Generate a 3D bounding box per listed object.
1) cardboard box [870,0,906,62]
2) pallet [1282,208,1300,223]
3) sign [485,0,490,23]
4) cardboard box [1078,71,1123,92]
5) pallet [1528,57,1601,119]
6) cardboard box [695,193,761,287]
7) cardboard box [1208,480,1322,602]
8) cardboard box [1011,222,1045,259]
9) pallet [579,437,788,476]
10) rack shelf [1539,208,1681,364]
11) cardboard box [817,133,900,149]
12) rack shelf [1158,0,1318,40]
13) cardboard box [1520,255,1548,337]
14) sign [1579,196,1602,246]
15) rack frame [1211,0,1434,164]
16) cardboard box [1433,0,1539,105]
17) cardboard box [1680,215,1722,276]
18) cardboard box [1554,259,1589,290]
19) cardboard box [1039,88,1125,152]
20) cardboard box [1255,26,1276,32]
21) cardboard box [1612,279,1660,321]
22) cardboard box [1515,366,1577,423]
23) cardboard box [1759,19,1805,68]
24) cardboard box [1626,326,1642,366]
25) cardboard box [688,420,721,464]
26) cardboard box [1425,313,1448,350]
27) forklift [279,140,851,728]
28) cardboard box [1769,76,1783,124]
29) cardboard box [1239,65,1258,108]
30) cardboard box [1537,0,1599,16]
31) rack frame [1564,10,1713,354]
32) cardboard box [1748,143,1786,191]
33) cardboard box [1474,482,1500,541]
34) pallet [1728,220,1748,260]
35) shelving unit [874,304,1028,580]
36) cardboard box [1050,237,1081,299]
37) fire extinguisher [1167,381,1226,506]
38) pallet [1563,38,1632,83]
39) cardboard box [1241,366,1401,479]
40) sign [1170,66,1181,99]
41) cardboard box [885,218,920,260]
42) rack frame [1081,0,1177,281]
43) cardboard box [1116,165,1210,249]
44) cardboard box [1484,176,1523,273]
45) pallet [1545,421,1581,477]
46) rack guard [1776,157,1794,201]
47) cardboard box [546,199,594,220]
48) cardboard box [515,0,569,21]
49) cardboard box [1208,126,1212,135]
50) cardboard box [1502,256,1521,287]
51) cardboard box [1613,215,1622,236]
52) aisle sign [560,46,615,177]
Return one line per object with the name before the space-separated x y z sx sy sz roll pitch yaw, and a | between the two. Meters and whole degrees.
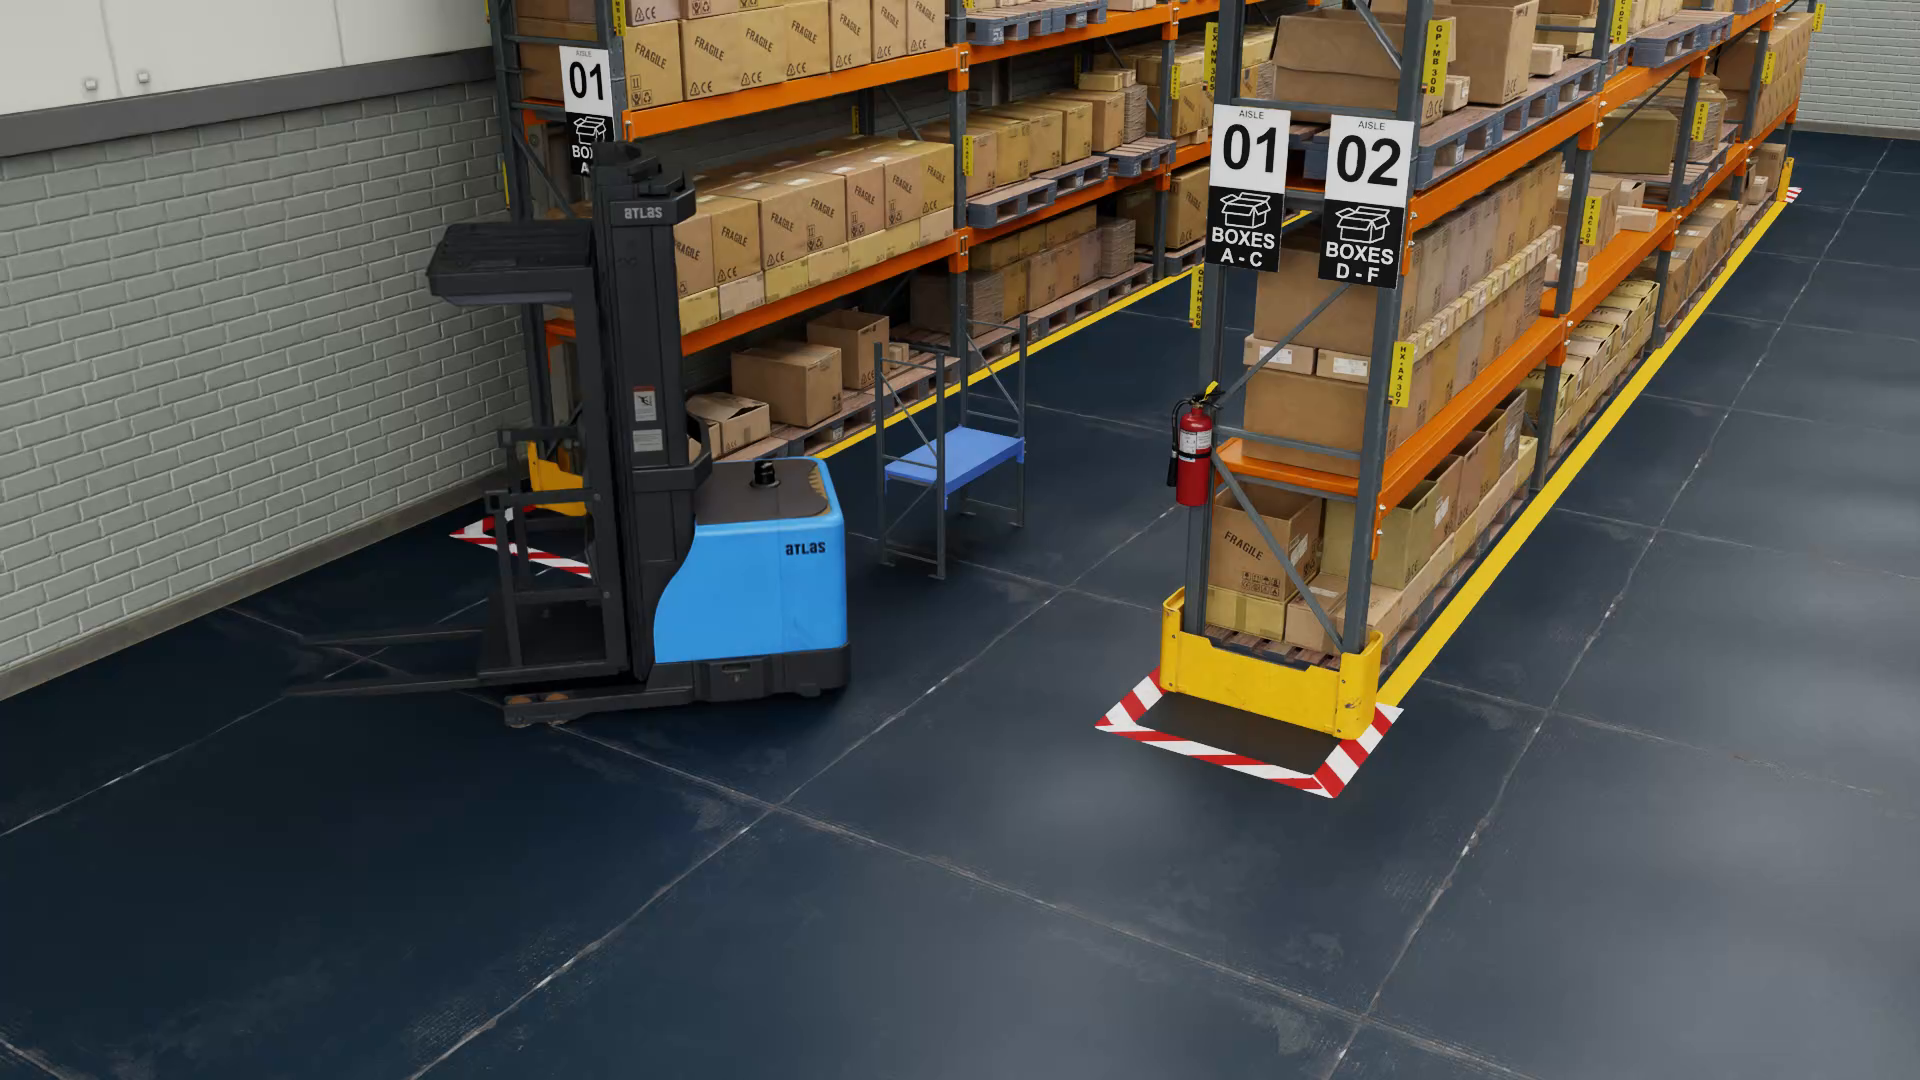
cardboard box | -0.738 -3.925 12.613 0.500 0.500 0.500 11 26 25
pallet | 3.473 -4.027 20.287 1.003 0.211 1.213 14 27 29
sign | -2.975 -3.439 10.528 0.100 0.325 0.005 14 27 29
cardboard box | 1.392 -4.544 16.475 0.380 0.149 0.250 9 25 20
pallet | 3.378 -2.889 10.483 1.003 0.211 1.213 14 27 29
cardboard box | -1.738 -2.080 11.500 0.500 0.500 0.500 14 27 29
cardboard box | 1.726 -0.015 9.497 0.500 0.500 0.500 14 27 29
cardboard box | 0.471 -2.860 15.729 0.500 0.250 0.500 13 27 27
pallet | -2.016 -0.546 12.245 1.003 0.211 1.213 14 27 29
rack shelf | 4.861 -2.191 13.441 1.077 0.370 4.000 14 27 29
cardboard box | -0.830 -3.053 13.746 0.500 0.500 0.500 13 27 28
rack shelf | 2.761 -5.955 18.359 1.077 0.370 4.000 14 27 29
cardboard box | 3.578 -1.741 11.370 0.700 0.500 0.500 13 27 28
sign | 4.279 -2.164 11.284 0.100 0.325 0.005 14 27 29
rack frame | 1.696 -3.249 7.429 1.000 3.000 0.127 14 27 29
cardboard box | 2.804 -2.679 9.056 0.500 0.500 0.500 14 27 29
cardboard box | 7.477 -3.040 17.090 0.500 0.500 0.500 14 27 30
cardboard box | 4.447 -1.987 12.381 0.380 0.149 0.250 14 27 29
cardboard box | 1.195 -4.126 16.326 0.700 0.500 0.500 11 26 24
cardboard box | 3.787 -5.908 19.652 0.500 0.250 0.500 15 27 30
cardboard box | 5.849 -2.156 14.682 0.500 0.311 0.500 15 27 30
cardboard box | 4.236 -1.122 12.292 0.500 0.311 0.500 14 27 29
cardboard box | 9.600 -5.847 19.596 0.500 0.500 0.500 15 27 30
cardboard box | 5.577 -1.724 14.389 0.500 0.250 0.500 14 27 28
cardboard box | -2.073 -0.716 11.958 0.500 0.311 0.500 11 26 23
cardboard box | 2.491 -1.185 9.270 0.380 0.149 0.250 13 27 28
forklift | -2.176 -0.562 8.860 3.031 2.935 1.130 -4 24 -10
cardboard box | 9.060 -5.049 19.012 0.500 0.500 0.500 14 27 29
cardboard box | 2.994 -5.055 18.625 0.500 0.500 0.500 15 27 30
cardboard box | 4.165 -3.891 11.403 0.500 0.500 0.500 14 27 30
rack frame | 5.916 -3.196 14.858 1.000 3.000 0.127 14 27 29
cardboard box | 10.059 -4.716 20.961 0.500 0.500 0.500 14 27 29
cardboard box | 3.224 -0.236 10.953 0.500 0.250 0.500 14 27 29
pallet | 8.389 -3.498 19.065 1.003 0.211 1.213 14 27 29
shelving unit | -0.045 -0.659 10.886 0.538 1.500 1.048 14 27 29
cardboard box | 0.762 -2.711 16.329 0.700 0.500 0.500 14 27 29
fire extinguisher | 1.239 -0.518 8.769 0.296 0.674 0.183 14 27 29
pallet | 4.260 -3.436 11.875 0.805 0.209 1.217 13 26 27
cardboard box | 1.953 -0.697 8.959 0.700 0.500 0.500 14 27 29
sign | 2.172 -4.618 16.783 0.100 0.325 0.005 14 27 29
cardboard box | -0.666 -2.434 13.260 0.500 0.250 0.500 14 27 29
rack frame | 1.706 -4.233 17.253 1.000 3.000 0.127 14 27 29
cardboard box | 2.205 -3.660 18.106 0.750 0.750 0.750 13 27 28
cardboard box | 3.047 -1.997 10.328 0.700 0.500 0.500 14 27 29
pallet | 4.162 -0.824 12.887 1.003 0.211 1.213 14 27 29
rack guard | 10.096 -4.724 21.532 1.175 0.500 0.348 14 27 29
cardboard box | -2.446 -2.021 11.363 0.500 0.500 0.500 14 27 28
cardboard box | -2.509 -3.624 10.660 0.500 0.500 0.500 15 28 31
cardboard box | 2.586 -4.545 18.264 0.380 0.149 0.250 15 27 30
cardboard box | 3.307 -1.710 10.482 0.380 0.149 0.250 14 27 29
cardboard box | 5.291 -2.639 13.886 0.380 0.149 0.250 16 28 33
aisle sign | -2.297 -2.639 10.298 0.394 0.787 0.004 14 27 29
